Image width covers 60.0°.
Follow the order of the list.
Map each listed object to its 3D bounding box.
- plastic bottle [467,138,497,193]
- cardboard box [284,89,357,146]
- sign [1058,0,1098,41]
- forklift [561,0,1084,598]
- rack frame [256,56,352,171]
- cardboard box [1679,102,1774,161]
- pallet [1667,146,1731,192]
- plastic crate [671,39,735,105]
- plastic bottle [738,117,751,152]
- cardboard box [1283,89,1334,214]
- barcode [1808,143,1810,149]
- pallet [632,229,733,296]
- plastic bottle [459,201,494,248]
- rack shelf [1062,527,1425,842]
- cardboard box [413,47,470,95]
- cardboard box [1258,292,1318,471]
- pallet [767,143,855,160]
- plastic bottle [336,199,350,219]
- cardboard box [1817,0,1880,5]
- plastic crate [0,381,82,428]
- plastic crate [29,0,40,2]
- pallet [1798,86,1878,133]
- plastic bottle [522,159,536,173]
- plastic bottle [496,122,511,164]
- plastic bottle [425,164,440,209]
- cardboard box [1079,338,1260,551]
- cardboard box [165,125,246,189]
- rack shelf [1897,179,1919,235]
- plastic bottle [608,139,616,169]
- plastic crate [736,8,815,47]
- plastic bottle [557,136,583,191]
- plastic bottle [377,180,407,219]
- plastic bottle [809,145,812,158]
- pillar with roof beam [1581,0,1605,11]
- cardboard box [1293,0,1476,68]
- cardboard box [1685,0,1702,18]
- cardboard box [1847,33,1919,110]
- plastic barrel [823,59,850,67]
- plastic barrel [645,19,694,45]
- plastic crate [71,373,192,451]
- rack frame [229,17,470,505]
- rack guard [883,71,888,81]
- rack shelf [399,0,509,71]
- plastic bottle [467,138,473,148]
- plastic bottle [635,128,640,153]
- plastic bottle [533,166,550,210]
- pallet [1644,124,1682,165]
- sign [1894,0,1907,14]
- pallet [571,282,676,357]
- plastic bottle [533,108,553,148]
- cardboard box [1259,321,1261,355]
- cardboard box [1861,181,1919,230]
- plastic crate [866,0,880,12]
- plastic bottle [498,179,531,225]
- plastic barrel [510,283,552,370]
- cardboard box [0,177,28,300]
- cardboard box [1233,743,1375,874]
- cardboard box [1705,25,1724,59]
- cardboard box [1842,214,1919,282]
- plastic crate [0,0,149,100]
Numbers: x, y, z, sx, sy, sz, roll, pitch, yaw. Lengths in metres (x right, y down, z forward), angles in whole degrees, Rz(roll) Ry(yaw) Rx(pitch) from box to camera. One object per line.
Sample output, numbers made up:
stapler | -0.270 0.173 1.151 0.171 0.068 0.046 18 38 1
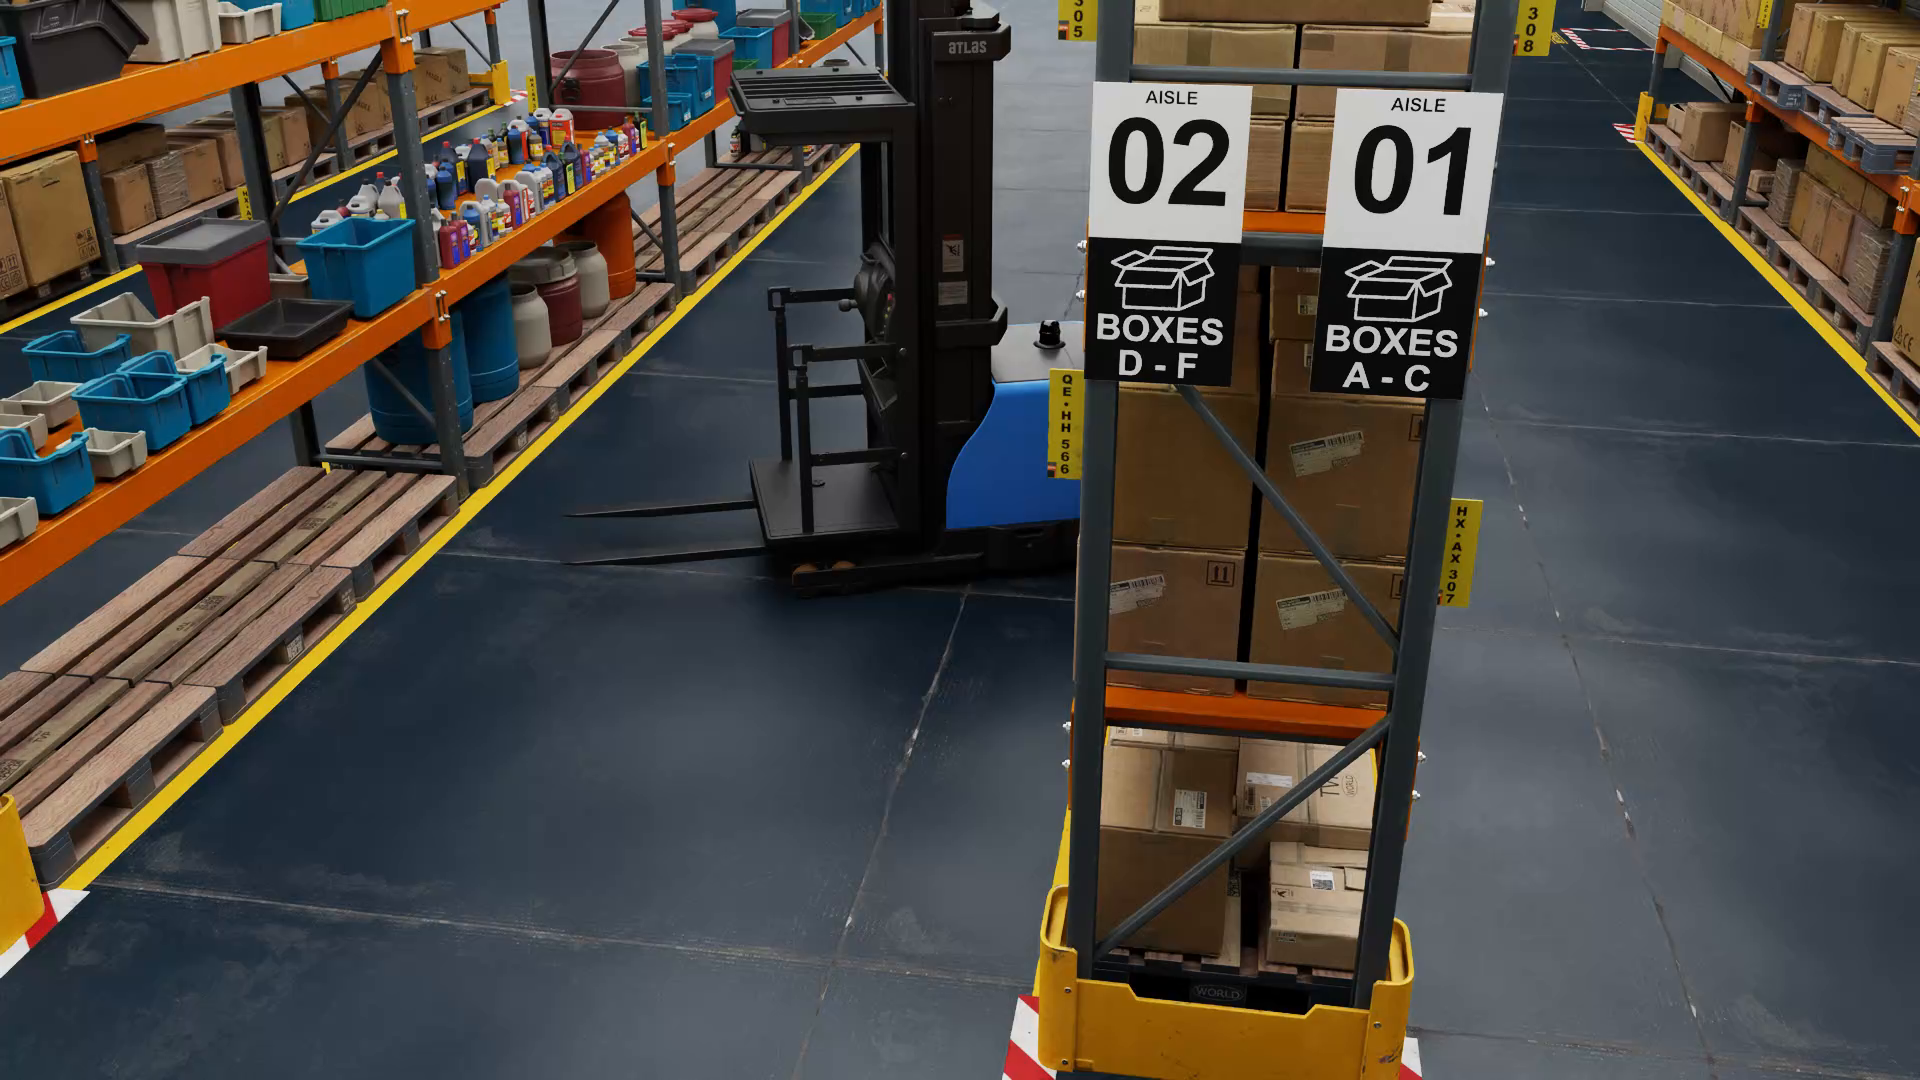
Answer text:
plastic bottle | -3.211 -2.517 11.148 0.144 0.351 0.185 4 25 9
cardboard box | -6.864 -4.538 17.859 0.500 0.500 0.500 3 25 7
sign | 0.298 -1.415 4.151 0.100 0.325 0.005 4 25 9
forklift | -0.616 -1.274 8.514 3.031 2.935 1.130 -5 26 -11
rack frame | -6.969 -5.315 17.067 1.000 3.000 0.127 4 25 9
cardboard box | 7.881 -4.201 17.116 0.700 0.500 0.500 2 25 5
pallet | 7.963 -3.818 17.157 1.003 0.211 1.213 4 25 9
plastic crate | -2.170 -3.983 14.145 0.402 0.464 0.583 4 25 9
plastic bottle | -2.262 -4.261 17.420 0.144 0.351 0.185 3 25 7
cardboard box | 1.177 -1.096 4.692 0.500 0.250 0.500 4 25 9
barcode | 8.016 -3.707 15.683 0.001 0.075 0.075 4 25 9
pallet | -2.571 -2.357 14.037 1.003 0.211 1.213 4 25 9
plastic bottle | -2.879 -1.890 9.896 0.152 0.276 0.135 4 25 9
rack shelf | 1.169 -0.119 6.814 1.077 0.370 4.000 4 25 9
cardboard box | -6.434 -5.786 20.526 0.500 0.500 0.500 9 27 18
cardboard box | 1.253 -0.493 5.467 0.500 0.500 0.500 4 25 9
pallet | -1.735 -4.499 18.612 1.003 0.211 1.213 4 25 9
plastic bottle | -3.652 -1.860 9.824 0.061 0.283 0.133 4 25 9
cardboard box | 7.974 -4.748 15.125 0.500 0.500 0.500 3 25 7
plastic crate | -3.976 -0.578 7.187 0.298 0.136 0.250 4 25 9
plastic crate | -3.864 -2.425 7.508 0.497 0.269 0.590 4 25 9
pallet | 7.321 -3.356 13.109 1.003 0.211 1.213 4 25 9
plastic bottle | -2.814 -2.357 10.899 0.097 0.271 0.097 0 25 0
plastic bottle | -3.268 -2.841 11.919 0.061 0.283 0.133 4 25 9
plastic bottle | -3.442 -2.274 10.716 0.152 0.276 0.135 4 25 9
cardboard box | 0.644 -0.312 5.080 0.500 0.500 0.500 4 25 8
cardboard box | -7.278 -3.695 16.035 0.700 0.500 0.500 2 25 4
rack shelf | 6.711 -1.450 9.659 1.077 0.370 4.000 4 25 9
plastic bottle | -2.504 -2.745 11.810 0.097 0.201 0.097 0 25 0
plastic crate | -1.872 -5.154 16.796 0.767 0.338 0.504 4 25 9
plastic bottle | -2.635 -2.536 11.188 0.144 0.351 0.185 4 25 9
plastic bottle | -3.420 -2.001 10.044 0.144 0.351 0.185 4 25 9
plastic bottle | -1.581 -4.049 17.144 0.097 0.201 0.097 0 25 0
pillar with roof beam | 6.798 -13.640 27.775 9.100 9.000 0.400 4 25 9
cardboard box | 1.272 -1.531 5.031 0.500 0.250 0.500 4 25 9
cardboard box | 7.789 -5.639 17.027 0.500 0.500 0.500 3 25 7
cardboard box | 7.286 -3.577 12.717 0.700 0.500 0.500 4 25 9
plastic barrel | -1.461 -5.428 19.747 0.421 0.512 0.421 0 25 0
plastic barrel | -2.575 -4.342 14.827 0.433 0.535 0.433 0 25 0
plastic crate | -3.463 -0.536 6.983 0.416 0.233 0.300 4 25 9
rack frame | -3.390 -1.626 9.186 1.000 3.000 0.127 4 25 9
rack guard | -1.395 -5.478 20.363 1.175 0.500 0.348 4 25 9
rack shelf | -3.063 -3.495 10.489 1.077 0.370 4.000 4 25 9
plastic bottle | -3.360 -2.607 11.420 0.061 0.283 0.133 4 25 9
plastic bottle | -2.418 -2.963 12.277 0.097 0.201 0.097 0 25 0
plastic bottle | -2.703 -2.266 10.704 0.097 0.271 0.097 0 25 0
pallet | 8.165 -4.326 18.244 1.003 0.211 1.213 4 25 9
sign | 8.239 -4.773 14.543 0.100 0.325 0.005 4 25 9
pallet | -2.824 -1.703 12.640 1.003 0.211 1.213 4 25 9
plastic bottle | -3.126 -3.084 12.447 0.152 0.276 0.135 4 25 9
cardboard box | 1.503 -0.669 7.023 0.500 0.500 0.500 5 25 10
cardboard box | 7.259 -2.558 12.722 0.500 0.250 0.500 4 25 10
plastic crate | -1.215 -6.347 19.448 0.499 0.251 0.616 4 25 9
plastic bottle | -2.787 -2.124 10.396 0.152 0.276 0.135 4 25 9
plastic barrel | -2.988 -1.442 11.232 0.421 0.512 0.421 0 25 0
cardboard box | -7.909 -2.211 12.445 1.225 0.875 0.875 4 25 9
cardboard box | 1.293 1.021 6.255 0.500 0.250 0.500 4 25 9
cardboard box | 7.626 -4.865 16.259 0.500 0.250 0.500 4 25 8
cardboard box | 7.303 -2.192 12.824 0.700 0.500 0.500 4 25 8
plastic crate | -3.523 -1.903 6.313 0.504 0.338 0.767 4 25 9
